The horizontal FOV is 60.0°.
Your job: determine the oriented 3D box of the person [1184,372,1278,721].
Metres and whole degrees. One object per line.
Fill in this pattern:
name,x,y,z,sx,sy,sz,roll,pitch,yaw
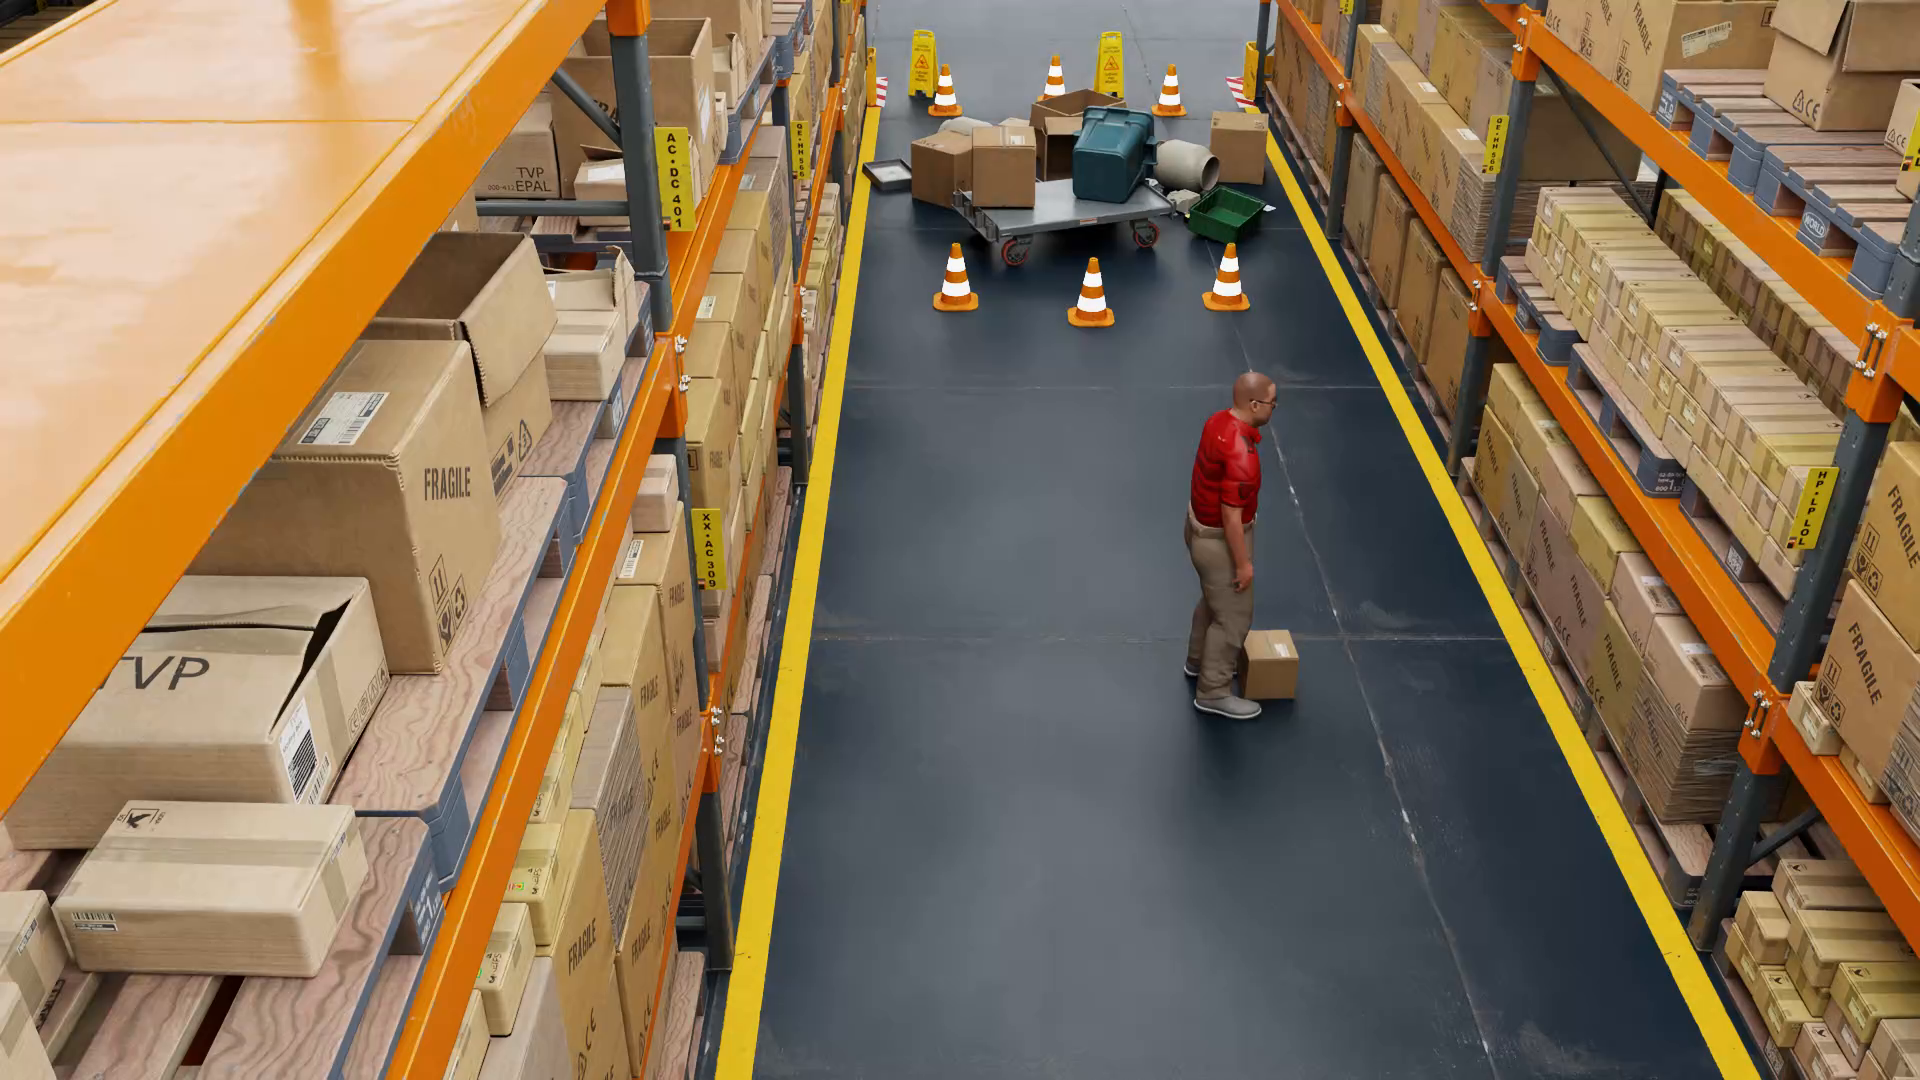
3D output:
person,1.282,0.001,7.952,0.393,1.725,0.595,-2,31,-3
